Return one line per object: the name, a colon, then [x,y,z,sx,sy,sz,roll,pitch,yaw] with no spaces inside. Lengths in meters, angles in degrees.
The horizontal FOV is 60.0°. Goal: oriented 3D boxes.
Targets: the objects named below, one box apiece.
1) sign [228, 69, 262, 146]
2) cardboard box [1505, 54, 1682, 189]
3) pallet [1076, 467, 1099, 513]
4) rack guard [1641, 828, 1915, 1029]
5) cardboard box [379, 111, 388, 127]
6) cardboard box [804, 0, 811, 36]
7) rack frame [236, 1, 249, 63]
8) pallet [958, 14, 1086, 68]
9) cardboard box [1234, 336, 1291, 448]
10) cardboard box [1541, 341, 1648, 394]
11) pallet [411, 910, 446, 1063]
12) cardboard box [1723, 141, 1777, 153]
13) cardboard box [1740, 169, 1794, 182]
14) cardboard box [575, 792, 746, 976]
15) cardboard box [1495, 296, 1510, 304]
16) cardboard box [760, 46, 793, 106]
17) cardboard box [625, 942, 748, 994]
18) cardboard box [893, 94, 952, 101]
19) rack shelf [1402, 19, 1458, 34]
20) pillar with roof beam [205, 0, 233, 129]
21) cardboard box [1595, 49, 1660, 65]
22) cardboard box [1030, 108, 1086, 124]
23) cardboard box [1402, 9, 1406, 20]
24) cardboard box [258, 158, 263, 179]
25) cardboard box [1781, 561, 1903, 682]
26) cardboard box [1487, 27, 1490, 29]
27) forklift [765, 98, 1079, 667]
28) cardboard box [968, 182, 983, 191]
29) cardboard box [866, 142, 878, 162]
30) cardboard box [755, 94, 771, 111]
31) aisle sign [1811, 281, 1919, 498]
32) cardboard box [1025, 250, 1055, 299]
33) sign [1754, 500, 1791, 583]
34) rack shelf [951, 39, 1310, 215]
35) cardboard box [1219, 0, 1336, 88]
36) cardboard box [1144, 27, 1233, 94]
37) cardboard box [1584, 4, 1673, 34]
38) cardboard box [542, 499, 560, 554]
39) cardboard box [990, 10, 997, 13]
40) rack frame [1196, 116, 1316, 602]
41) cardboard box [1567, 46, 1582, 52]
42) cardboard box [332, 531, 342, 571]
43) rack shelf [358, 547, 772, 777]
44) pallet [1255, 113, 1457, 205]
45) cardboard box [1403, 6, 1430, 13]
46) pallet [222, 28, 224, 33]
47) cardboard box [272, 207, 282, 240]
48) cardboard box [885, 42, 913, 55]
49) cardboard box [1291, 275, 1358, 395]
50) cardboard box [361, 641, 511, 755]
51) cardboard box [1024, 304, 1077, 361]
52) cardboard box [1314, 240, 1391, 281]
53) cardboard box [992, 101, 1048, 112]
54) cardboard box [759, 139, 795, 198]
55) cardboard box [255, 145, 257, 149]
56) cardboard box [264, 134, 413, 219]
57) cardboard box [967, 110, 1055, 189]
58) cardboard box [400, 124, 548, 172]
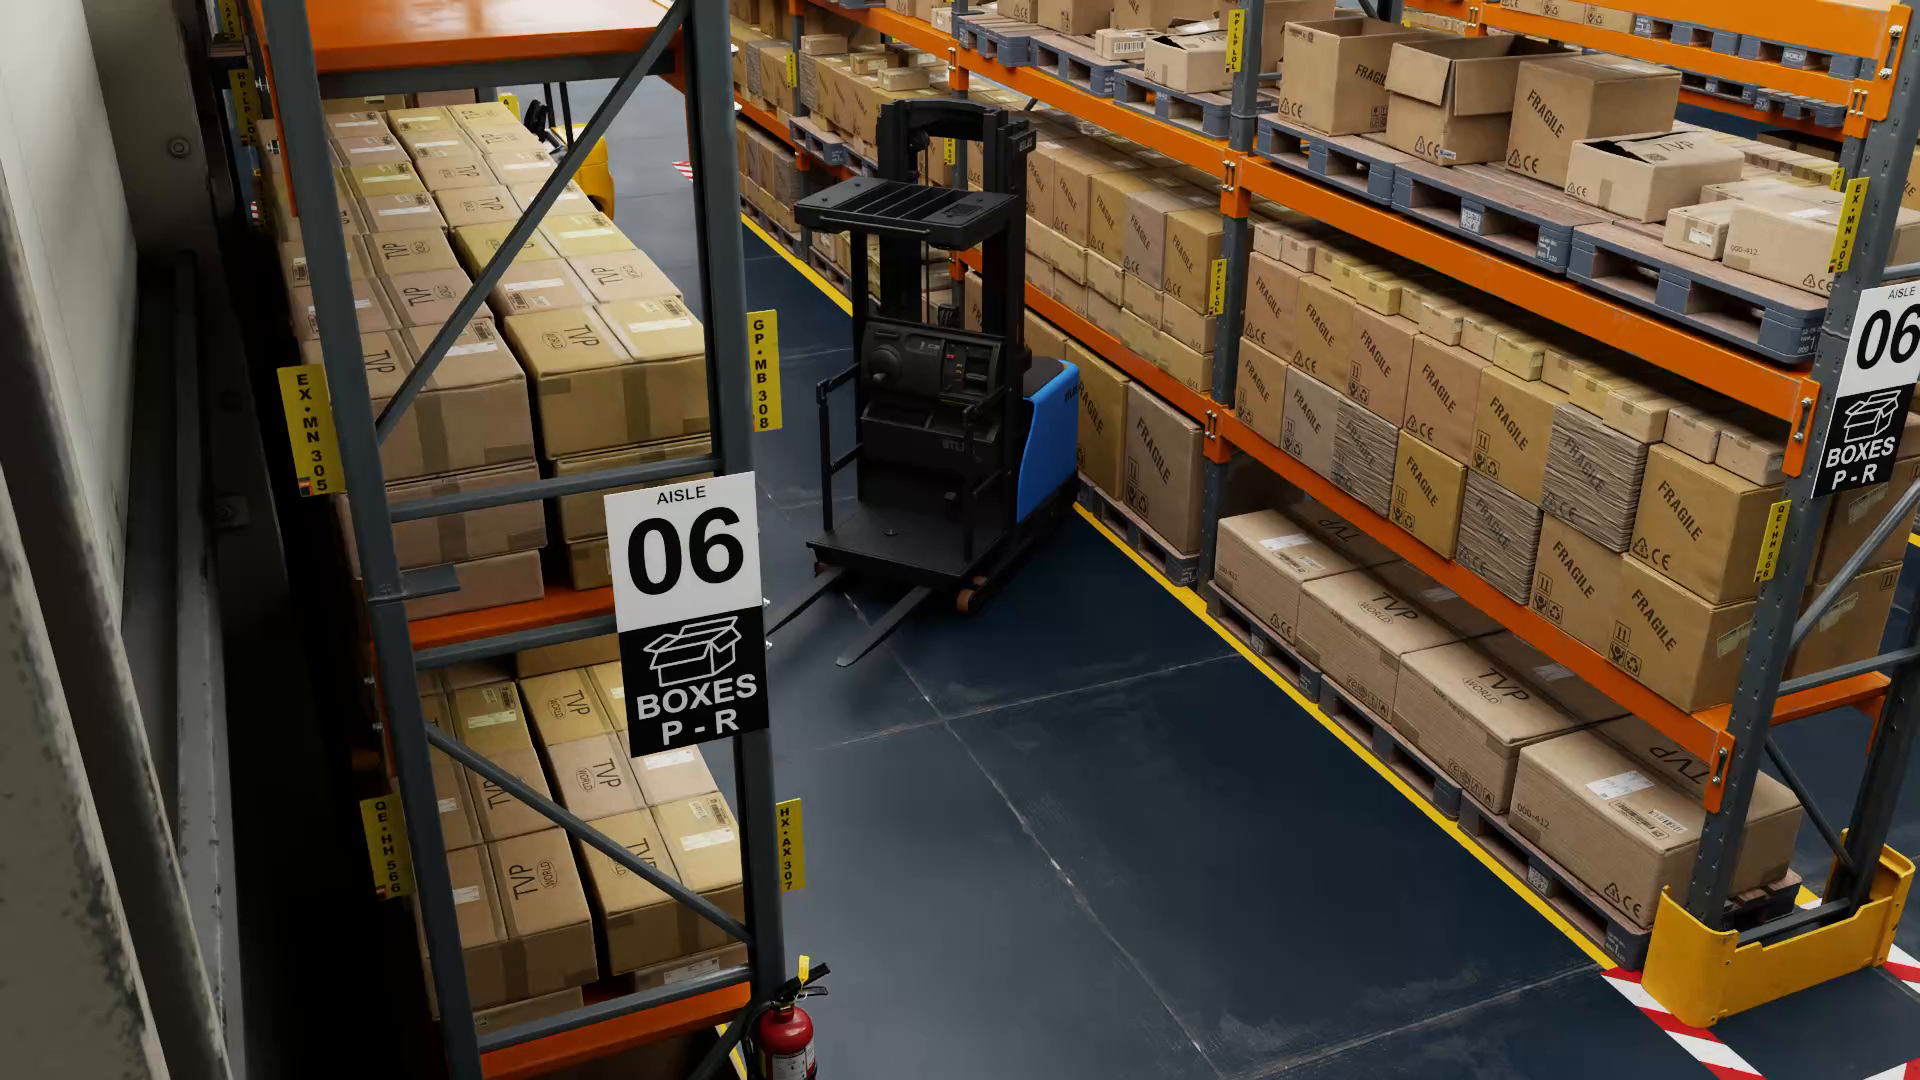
sign: [-3.091,-1.875,7.215,0.100,0.325,0.005,-11,28,-21]
cardboard box: [2.899,-1.921,7.639,0.500,0.500,0.500,-10,28,-20]
pallet: [1.131,-0.608,12.255,1.003,0.211,1.213,-11,28,-21]
rack guard: [3.560,1.679,7.242,1.175,0.500,0.348,-11,28,-21]
cardboard box: [-2.807,-1.918,7.696,0.380,0.149,0.250,-11,28,-21]
cardboard box: [-1.302,-5.352,17.199,0.700,0.500,0.500,-10,28,-20]
rack frame: [-4.148,-4.525,10.262,1.000,3.000,0.127,-11,28,-21]
pallet: [0.718,-3.696,12.198,1.213,0.211,1.003,-9,28,-18]
cardboard box: [1.927,-0.880,9.519,0.500,0.500,0.500,-10,28,-19]
cardboard box: [2.828,-0.765,7.405,0.380,0.149,0.250,-11,28,-21]
pallet: [-1.832,1.809,7.305,1.003,0.211,1.213,-11,28,-21]
cardboard box: [6.261,-3.064,13.235,0.380,0.149,0.250,-10,28,-19]
cardboard box: [5.957,-2.645,12.378,0.380,0.149,0.250,-12,28,-22]
cardboard box: [-0.945,1.104,5.401,0.500,0.250,0.500,-10,28,-20]
cardboard box: [2.840,-1.258,8.416,0.380,0.149,0.250,-11,28,-22]
cardboard box: [-1.760,-4.821,17.252,0.500,0.500,0.500,-10,28,-19]
cardboard box: [-0.892,1.333,5.387,0.380,0.149,0.250,-11,28,-21]
cardboard box: [-0.229,-3.394,13.851,0.500,0.500,0.500,-11,28,-21]
rack shelf: [7.186,-6.486,21.935,1.077,0.370,4.000,-11,28,-21]
pillar with roof beam: [-6.226,-10.481,22.460,9.100,9.000,0.400,-11,28,-21]
cardboard box: [8.152,-6.115,19.193,1.000,1.000,1.000,-10,28,-20]
cardboard box: [0.861,-3.014,12.752,0.500,0.500,0.500,-11,28,-22]
cardboard box: [6.295,-7.347,23.166,0.380,0.149,0.250,-11,28,-21]
cardboard box: [-5.374,-2.939,13.452,0.500,0.250,0.500,-11,28,-22]
cardboard box: [3.627,0.258,7.190,0.500,0.500,0.500,-11,28,-21]
cardboard box: [7.013,-6.647,21.732,0.380,0.149,0.250,-11,28,-21]
forklift: [-0.277,-1.069,10.099,1.130,2.935,3.031,12,29,23]
cardboard box: [0.389,-2.594,12.746,0.500,0.250,0.500,-11,28,-21]
cardboard box: [-0.607,-3.464,14.733,0.380,0.149,0.250,-12,28,-22]
cardboard box: [-1.956,-4.673,17.688,0.380,0.149,0.250,-11,28,-21]
aisle sign: [3.293,-0.540,5.975,0.394,0.787,0.004,-11,28,-21]
cardboard box: [0.795,-1.959,12.014,0.500,0.250,0.500,-10,28,-19]
sign: [3.046,0.006,6.228,0.100,0.325,0.005,-11,28,-21]
rack shelf: [1.201,-2.901,11.174,1.077,0.370,4.000,-11,28,-21]
cardboard box: [1.906,-3.056,10.080,0.500,0.500,0.500,-11,28,-22]
cardboard box: [1.446,-2.885,9.945,0.500,0.311,0.500,-11,28,-21]
cardboard box: [5.314,-4.290,13.086,0.500,0.500,0.500,-11,28,-21]
cardboard box: [-1.053,-0.105,4.914,0.380,0.149,0.250,-10,28,-20]
cardboard box: [0.451,-4.075,13.046,0.380,0.149,0.250,-11,28,-21]
rack frame: [1.984,-1.069,10.021,1.000,3.000,0.127,-11,28,-21]
cardboard box: [7.615,-5.925,20.253,0.380,0.149,0.250,-11,28,-21]
cardboard box: [-3.327,0.028,9.404,0.380,0.149,0.250,-12,28,-23]
rack shelf: [-1.799,-0.432,6.117,1.077,0.370,4.000,-11,28,-21]
pallet: [2.295,-2.045,8.702,1.003,0.211,1.213,-11,28,-21]
cardboard box: [6.593,-7.568,22.879,0.875,0.500,0.500,-11,28,-21]
pallet: [-4.937,-3.802,12.415,1.003,0.211,1.213,-9,28,-18]
cardboard box: [-2.448,-1.174,6.649,0.500,0.250,0.500,-11,28,-21]
cardboard box: [-0.479,-4.534,15.447,0.380,0.149,0.250,-11,28,-22]
cardboard box: [2.140,-1.125,8.881,0.500,0.500,0.500,-11,28,-21]
cardboard box: [-2.035,0.573,6.489,0.500,0.250,0.500,-11,28,-21]
cardboard box: [0.957,-1.264,12.363,0.875,0.875,0.875,-10,28,-20]
cardboard box: [2.123,-1.486,8.882,0.380,0.149,0.250,-11,28,-21]
cardboard box: [0.454,-3.273,13.603,0.500,0.500,0.500,-11,28,-22]
cardboard box: [-1.828,-3.987,17.797,0.500,0.500,0.500,-10,28,-20]
cardboard box: [-6.540,-4.030,15.971,0.500,0.500,0.500,-11,28,-22]
cardboard box: [-2.432,-1.398,6.539,0.500,0.250,0.500,-11,28,-22]
cardboard box: [0.386,-2.937,12.593,0.500,0.500,0.500,-12,28,-22]
cardboard box: [-1.956,-1.488,6.722,0.500,0.250,0.500,-11,28,-21]
